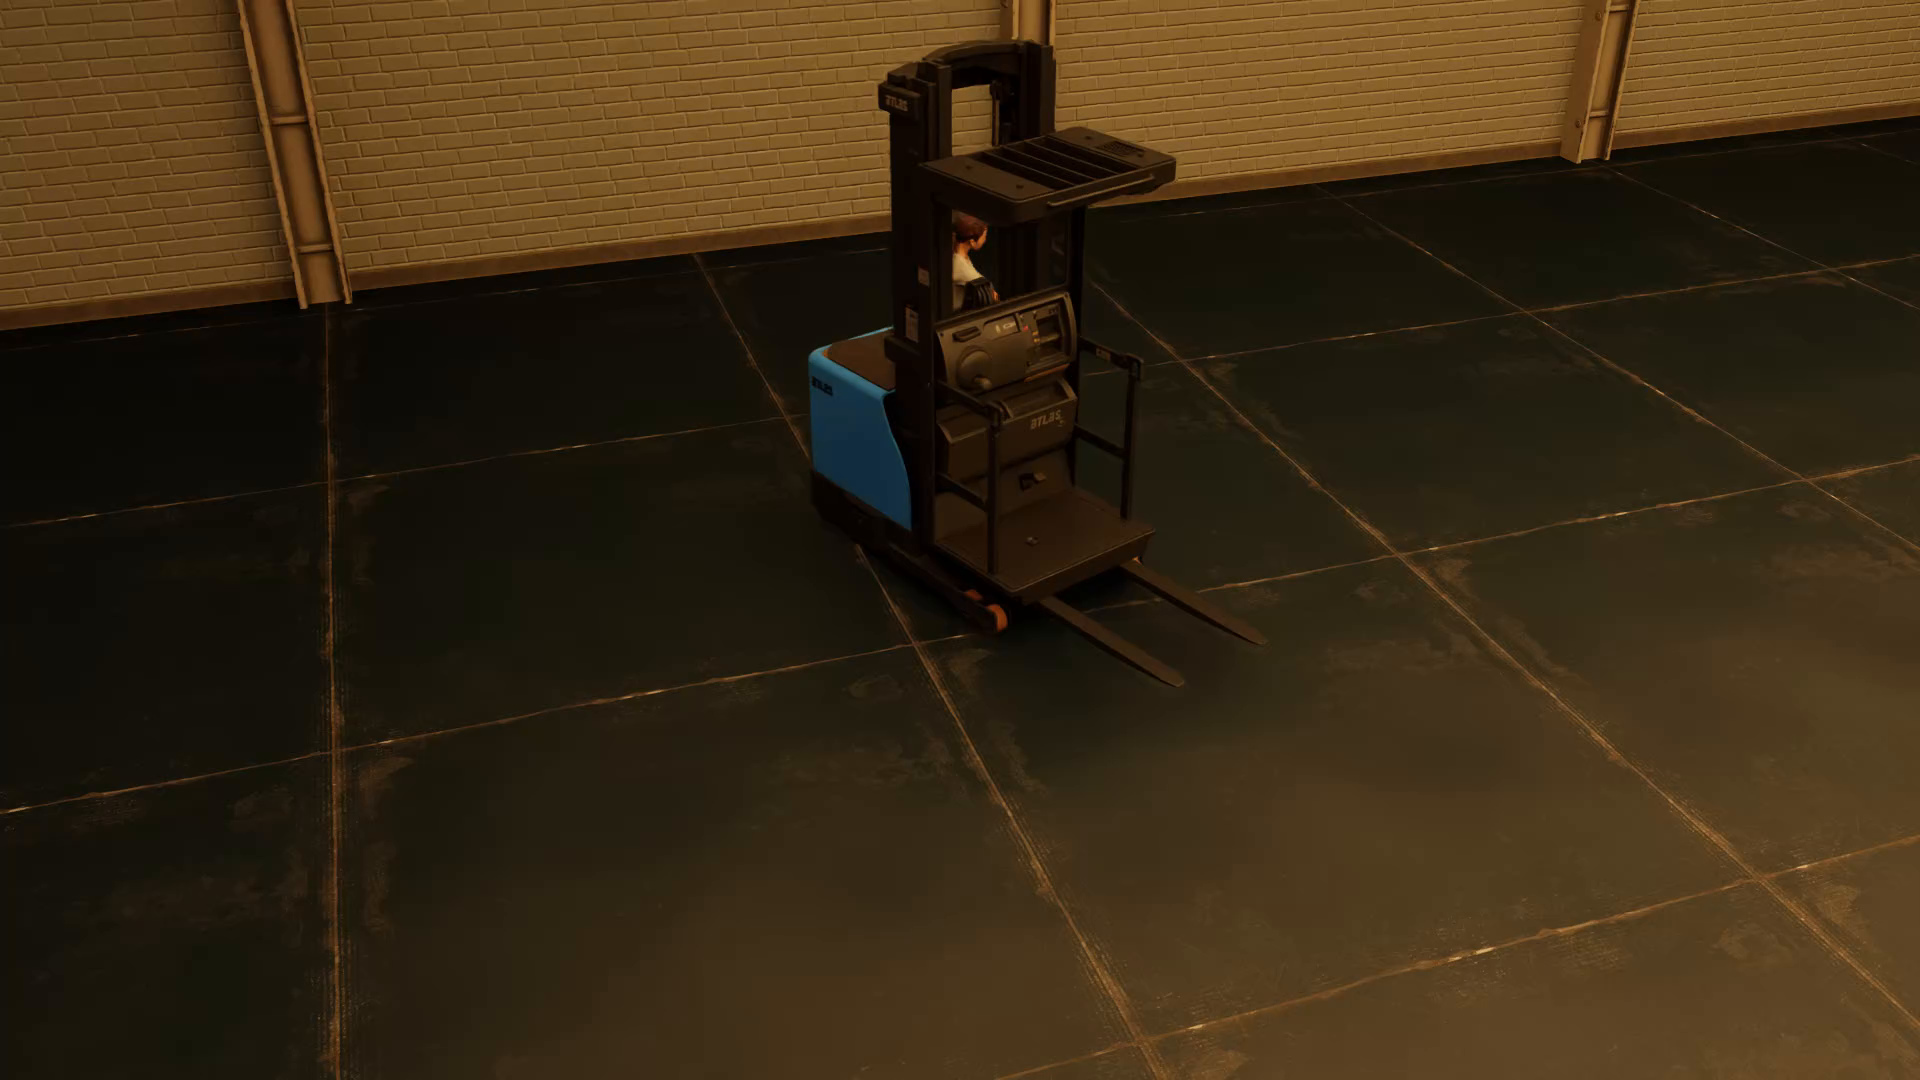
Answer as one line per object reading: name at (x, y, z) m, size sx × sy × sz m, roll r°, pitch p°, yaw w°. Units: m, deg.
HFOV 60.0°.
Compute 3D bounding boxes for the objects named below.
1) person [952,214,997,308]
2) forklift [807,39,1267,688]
person at (0.191, -1.527, 11.244) m, size 0.717 × 1.469 × 0.719 m, roll -11°, pitch 32°, yaw -18°
forklift at (0.396, -1.035, 8.887) m, size 1.130 × 2.935 × 3.031 m, roll -22°, pitch 36°, yaw -33°
